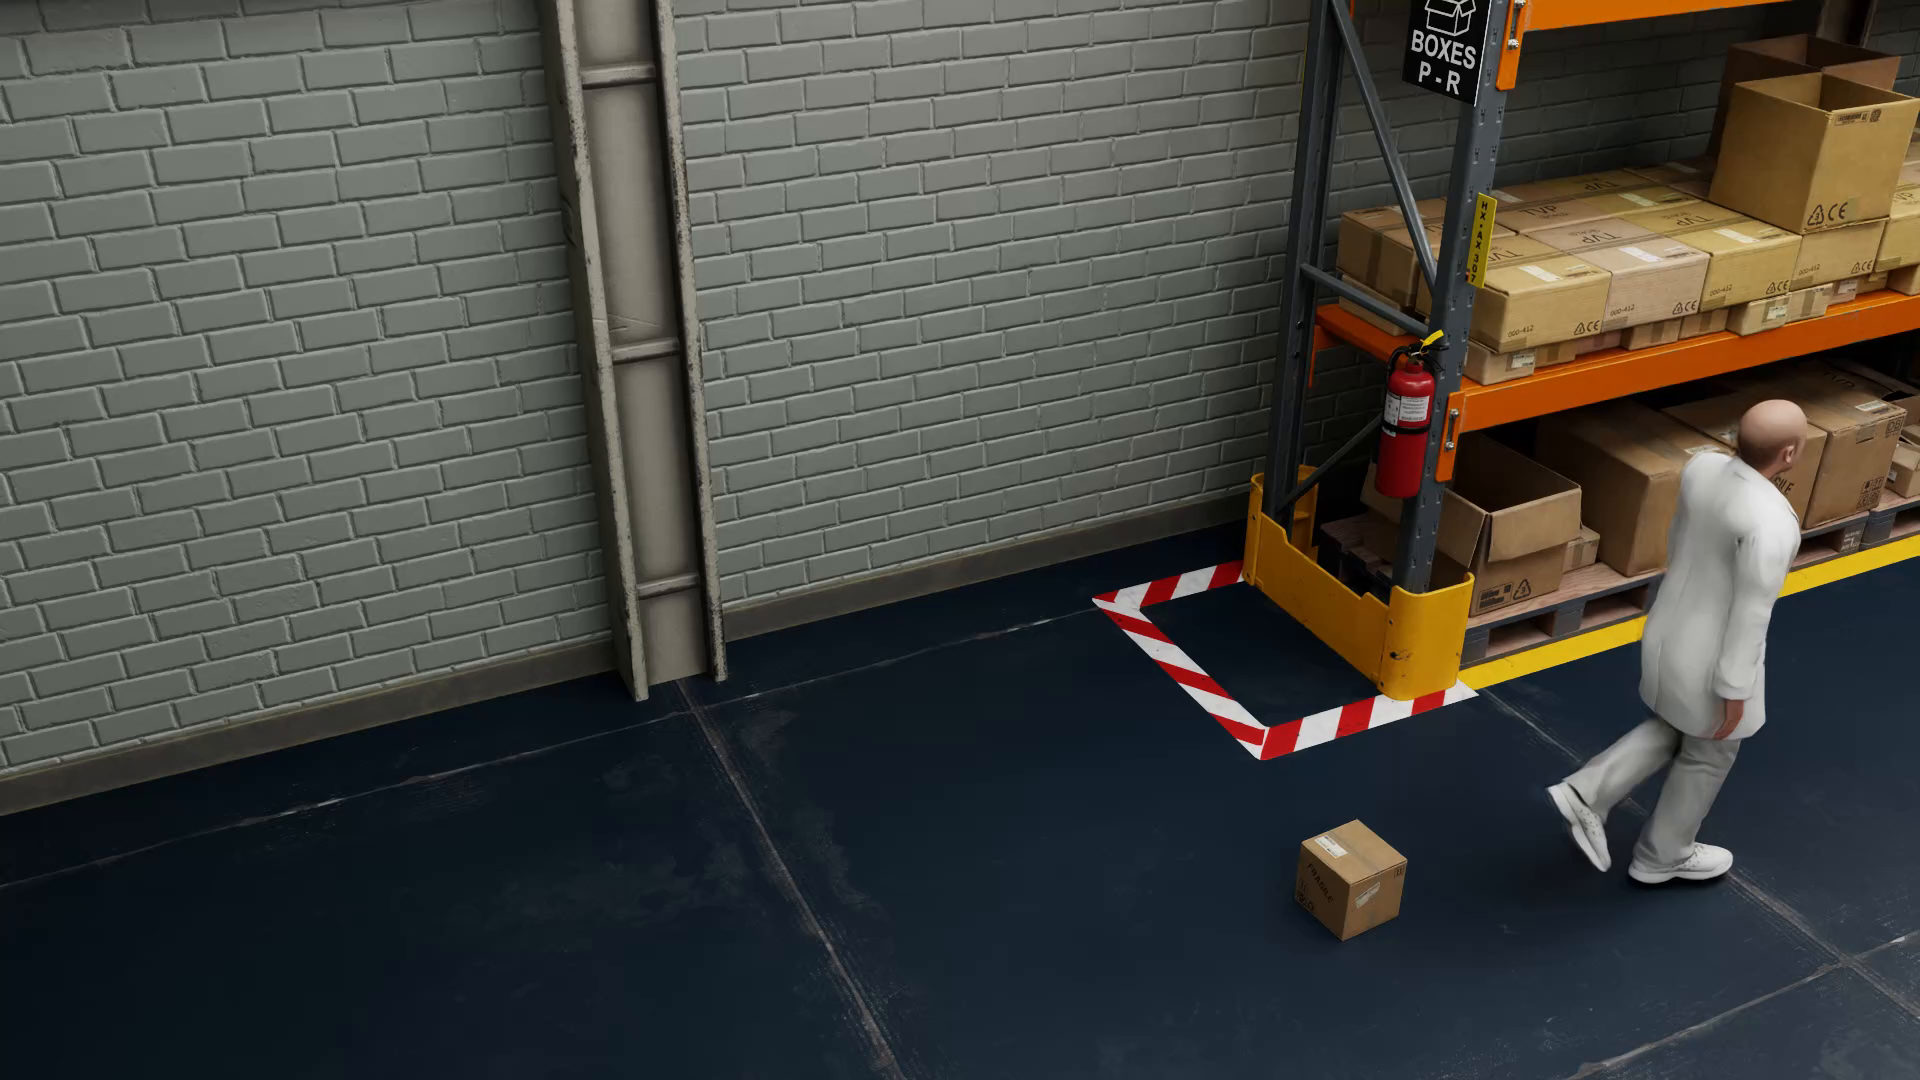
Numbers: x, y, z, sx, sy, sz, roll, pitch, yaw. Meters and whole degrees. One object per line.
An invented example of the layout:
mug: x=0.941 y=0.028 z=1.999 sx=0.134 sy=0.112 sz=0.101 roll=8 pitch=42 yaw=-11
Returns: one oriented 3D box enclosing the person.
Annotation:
person: x=2.350 y=0.355 z=5.465 sx=0.694 sy=1.758 sz=0.616 roll=-2 pitch=29 yaw=-4
